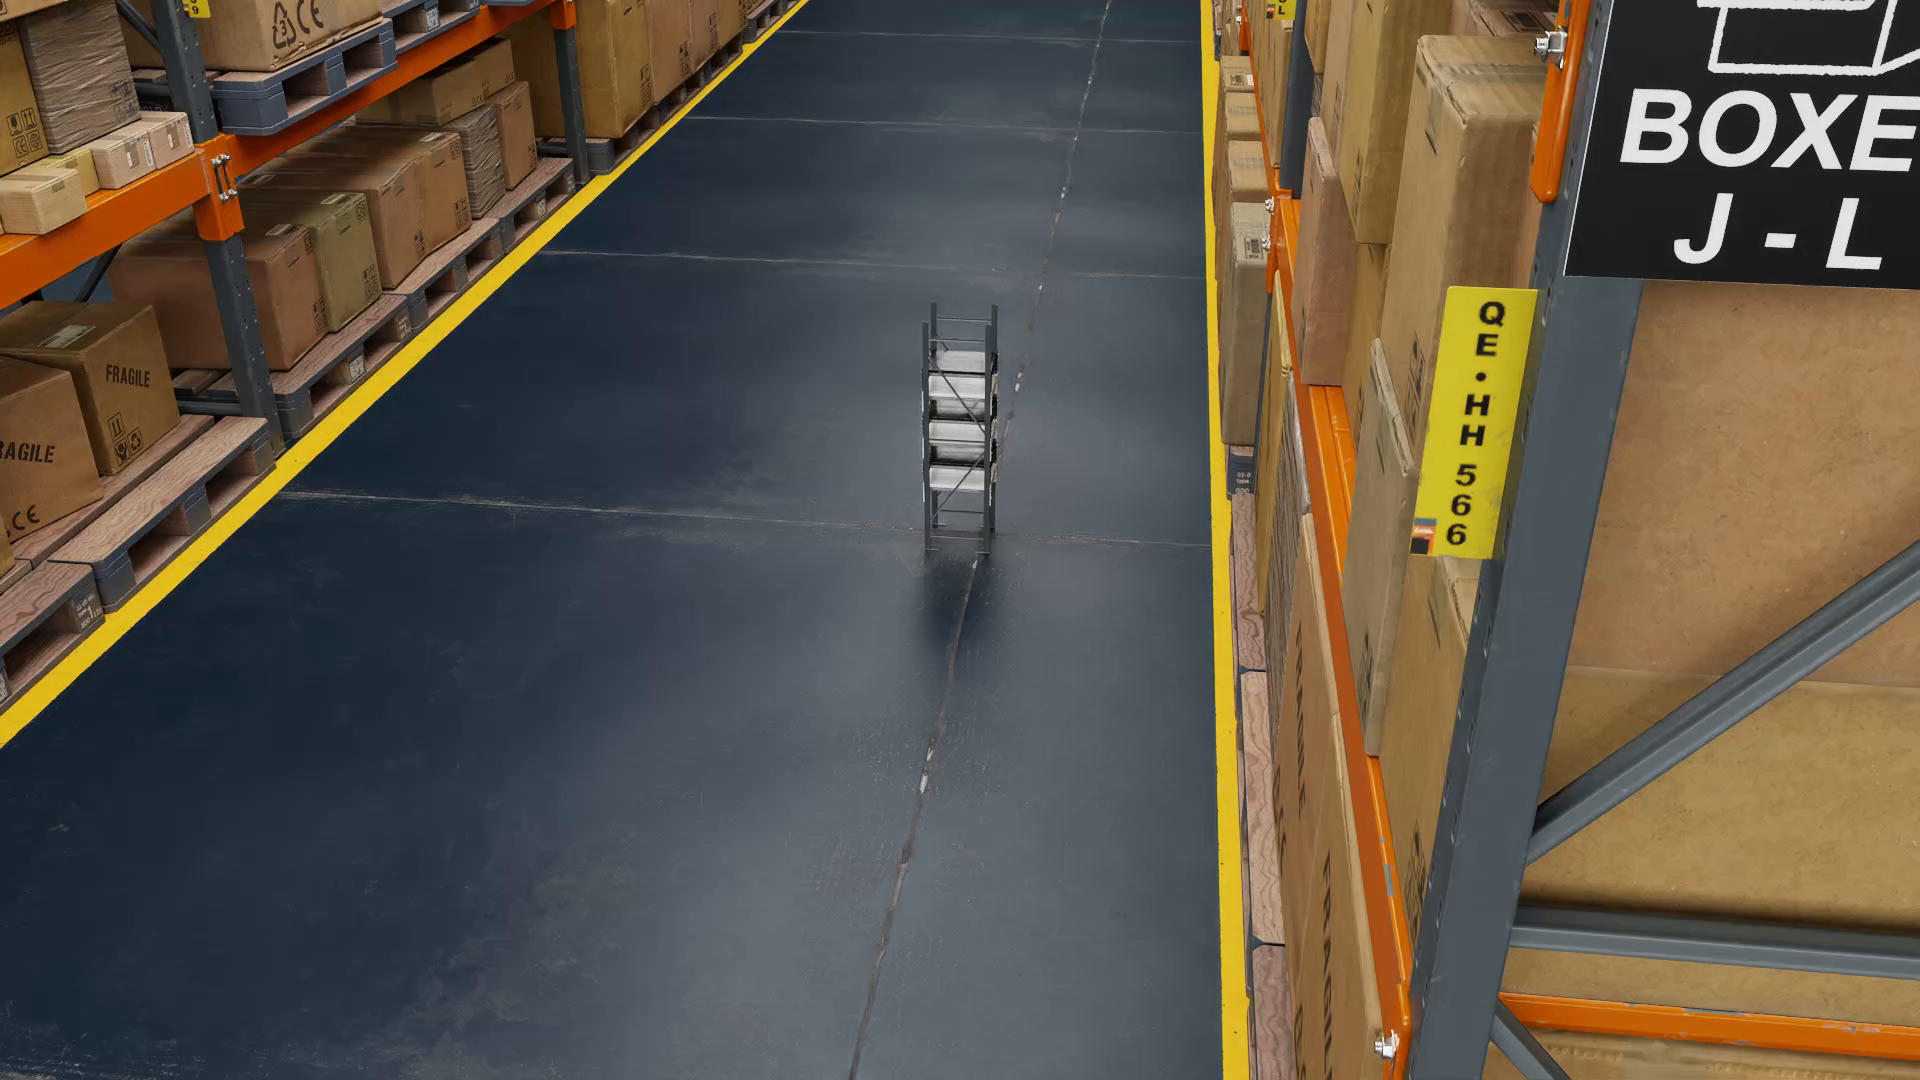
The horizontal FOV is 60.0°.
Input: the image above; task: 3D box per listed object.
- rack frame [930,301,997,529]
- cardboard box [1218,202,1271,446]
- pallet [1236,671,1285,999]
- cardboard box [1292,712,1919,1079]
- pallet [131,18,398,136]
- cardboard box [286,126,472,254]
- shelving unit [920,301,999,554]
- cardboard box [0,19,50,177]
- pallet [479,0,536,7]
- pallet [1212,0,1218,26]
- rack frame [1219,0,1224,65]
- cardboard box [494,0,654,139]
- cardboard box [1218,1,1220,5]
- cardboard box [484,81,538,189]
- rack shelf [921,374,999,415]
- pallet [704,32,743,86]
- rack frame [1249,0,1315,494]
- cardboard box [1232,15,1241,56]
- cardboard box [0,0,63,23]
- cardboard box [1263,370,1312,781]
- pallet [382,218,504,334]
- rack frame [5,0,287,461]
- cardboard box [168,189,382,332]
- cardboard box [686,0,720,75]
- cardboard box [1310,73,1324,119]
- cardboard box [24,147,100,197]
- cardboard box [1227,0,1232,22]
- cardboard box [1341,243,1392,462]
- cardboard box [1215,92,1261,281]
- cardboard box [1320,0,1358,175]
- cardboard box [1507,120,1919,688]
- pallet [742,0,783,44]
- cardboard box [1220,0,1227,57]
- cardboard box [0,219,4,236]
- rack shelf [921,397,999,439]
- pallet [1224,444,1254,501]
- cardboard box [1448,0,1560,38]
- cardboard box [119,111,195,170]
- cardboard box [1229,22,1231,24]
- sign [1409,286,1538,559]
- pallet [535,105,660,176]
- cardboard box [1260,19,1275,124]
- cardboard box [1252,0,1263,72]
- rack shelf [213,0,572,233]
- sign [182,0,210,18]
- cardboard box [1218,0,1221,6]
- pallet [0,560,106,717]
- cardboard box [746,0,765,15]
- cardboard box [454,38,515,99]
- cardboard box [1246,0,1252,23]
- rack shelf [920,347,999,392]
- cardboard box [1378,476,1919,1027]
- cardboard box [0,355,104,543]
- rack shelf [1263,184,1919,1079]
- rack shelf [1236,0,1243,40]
[{"bbox_3d":[0.013,-0.448,6.132,0.240,0.900,0.006,3,28,6],"label":"rack frame"},{"bbox_3d":[1.585,-0.847,6.589,1.050,0.750,0.750,3,28,6],"label":"cardboard box"},{"bbox_3d":[1.280,0.802,4.539,1.003,0.211,1.213,3,28,6],"label":"pallet"},{"bbox_3d":[1.125,0.955,3.112,0.875,0.875,0.875,4,29,6],"label":"cardboard box"},{"bbox_3d":[-3.074,-1.958,6.924,1.003,0.211,1.213,3,28,6],"label":"pallet"},{"bbox_3d":[-3.002,-1.821,8.640,0.700,0.500,0.500,6,29,10],"label":"cardboard box"},{"bbox_3d":[0.001,-0.400,6.044,0.258,0.900,0.210,3,28,6],"label":"shelving unit"},{"bbox_3d":[-3.525,-1.424,5.312,0.875,0.500,0.500,3,28,6],"label":"cardboard box"},{"bbox_3d":[-2.804,-3.148,9.132,1.213,0.211,1.003,3,28,6],"label":"pallet"},{"bbox_3d":[2.772,-4.787,14.914,1.003,0.211,1.213,3,28,6],"label":"pallet"},{"bbox_3d":[2.578,-5.121,12.593,1.000,3.000,0.127,3,28,6],"label":"rack frame"},{"bbox_3d":[-2.717,-3.147,10.726,1.225,0.875,0.875,2,28,4],"label":"cardboard box"},{"bbox_3d":[2.371,-4.501,14.005,0.380,0.149,0.250,2,28,5],"label":"cardboard box"},{"bbox_3d":[-2.885,-2.351,9.622,0.700,0.500,0.500,2,28,4],"label":"cardboard box"},{"bbox_3d":[0.001,-0.529,5.974,0.258,0.077,0.200,3,28,6],"label":"rack shelf"},{"bbox_3d":[-2.352,-3.861,13.195,1.003,0.211,1.213,3,28,6],"label":"pallet"},{"bbox_3d":[1.598,-1.355,5.603,1.000,3.000,0.127,3,28,6],"label":"rack frame"},{"bbox_3d":[1.911,-2.990,10.039,0.500,0.250,0.500,3,28,5],"label":"cardboard box"},{"bbox_3d":[-3.154,-1.843,5.035,0.500,0.500,0.500,3,28,6],"label":"cardboard box"},{"bbox_3d":[1.345,0.112,4.677,0.875,0.875,0.875,4,29,7],"label":"cardboard box"},{"bbox_3d":[-3.072,-1.406,8.637,1.003,0.211,1.213,3,28,6],"label":"pallet"},{"bbox_3d":[-3.312,-1.691,6.226,1.000,3.000,0.127,3,28,6],"label":"rack frame"},{"bbox_3d":[-3.139,-1.295,7.664,0.700,0.500,0.500,3,28,6],"label":"cardboard box"},{"bbox_3d":[-2.499,-3.983,12.278,1.225,0.875,0.875,2,28,4],"label":"cardboard box"},{"bbox_3d":[1.564,-1.247,5.244,0.875,0.550,0.550,3,28,6],"label":"cardboard box"},{"bbox_3d":[-3.177,-1.231,5.637,0.380,0.149,0.250,3,28,6],"label":"cardboard box"},{"bbox_3d":[2.096,-3.712,11.380,0.500,0.250,0.500,4,29,8],"label":"cardboard box"},{"bbox_3d":[1.371,-0.484,3.828,0.875,0.550,0.500,3,28,6],"label":"cardboard box"},{"bbox_3d":[1.820,-1.739,8.245,1.050,0.750,0.750,4,29,7],"label":"cardboard box"},{"bbox_3d":[1.364,-1.213,4.042,0.875,0.550,0.550,3,28,6],"label":"cardboard box"},{"bbox_3d":[1.192,-0.186,2.136,0.875,0.550,0.550,3,28,6],"label":"cardboard box"},{"bbox_3d":[-2.161,-4.582,14.533,1.003,0.211,1.213,3,28,6],"label":"pallet"},{"bbox_3d":[2.224,-3.873,12.469,0.500,0.500,0.500,4,29,8],"label":"cardboard box"},{"bbox_3d":[-3.259,-0.997,5.202,0.380,0.149,0.250,3,28,6],"label":"cardboard box"},{"bbox_3d":[0.001,-0.450,6.017,0.258,0.077,0.200,3,28,6],"label":"rack shelf"},{"bbox_3d":[1.618,-0.495,6.946,1.003,0.211,1.213,3,28,6],"label":"pallet"},{"bbox_3d":[1.371,-0.706,3.101,0.875,0.550,0.550,3,28,6],"label":"cardboard box"},{"bbox_3d":[-3.047,-1.462,6.066,0.380,0.149,0.250,3,28,6],"label":"cardboard box"},{"bbox_3d":[2.110,-3.376,11.547,0.500,0.500,0.500,4,29,7],"label":"cardboard box"},{"bbox_3d":[0.571,-0.124,1.848,0.100,0.325,0.005,3,28,6],"label":"sign"},{"bbox_3d":[-2.651,-2.713,11.063,1.003,0.211,1.213,3,28,6],"label":"pallet"},{"bbox_3d":[1.458,-1.898,6.505,0.500,0.500,0.500,3,28,6],"label":"cardboard box"},{"bbox_3d":[1.580,-2.375,7.391,0.500,0.500,0.500,3,28,6],"label":"cardboard box"},{"bbox_3d":[-3.067,-2.316,8.144,1.077,0.370,4.000,3,28,6],"label":"rack shelf"},{"bbox_3d":[-2.773,-2.044,5.969,0.100,0.325,0.005,3,28,6],"label":"sign"},{"bbox_3d":[2.322,-4.476,13.646,0.380,0.149,0.250,2,28,4],"label":"cardboard box"},{"bbox_3d":[-3.507,0.431,5.228,1.003,0.211,1.213,3,28,6],"label":"pallet"},{"bbox_3d":[-2.172,-5.012,14.188,0.875,0.875,0.875,3,28,6],"label":"cardboard box"},{"bbox_3d":[-2.875,-2.680,9.443,0.500,0.250,0.500,4,29,8],"label":"cardboard box"},{"bbox_3d":[1.705,-2.847,8.266,0.500,0.500,0.500,3,28,6],"label":"cardboard box"},{"bbox_3d":[0.001,-0.608,5.931,0.258,0.077,0.200,3,28,6],"label":"rack shelf"},{"bbox_3d":[1.108,0.284,2.401,0.875,0.550,0.550,3,28,6],"label":"cardboard box"},{"bbox_3d":[-3.464,-0.319,5.873,0.500,0.500,0.500,13,31,22],"label":"cardboard box"},{"bbox_3d":[1.353,-0.097,4.026,1.077,0.370,4.000,3,28,6],"label":"rack shelf"},{"bbox_3d":[2.333,-3.863,11.016,1.077,0.370,4.000,3,28,6],"label":"rack shelf"}]
